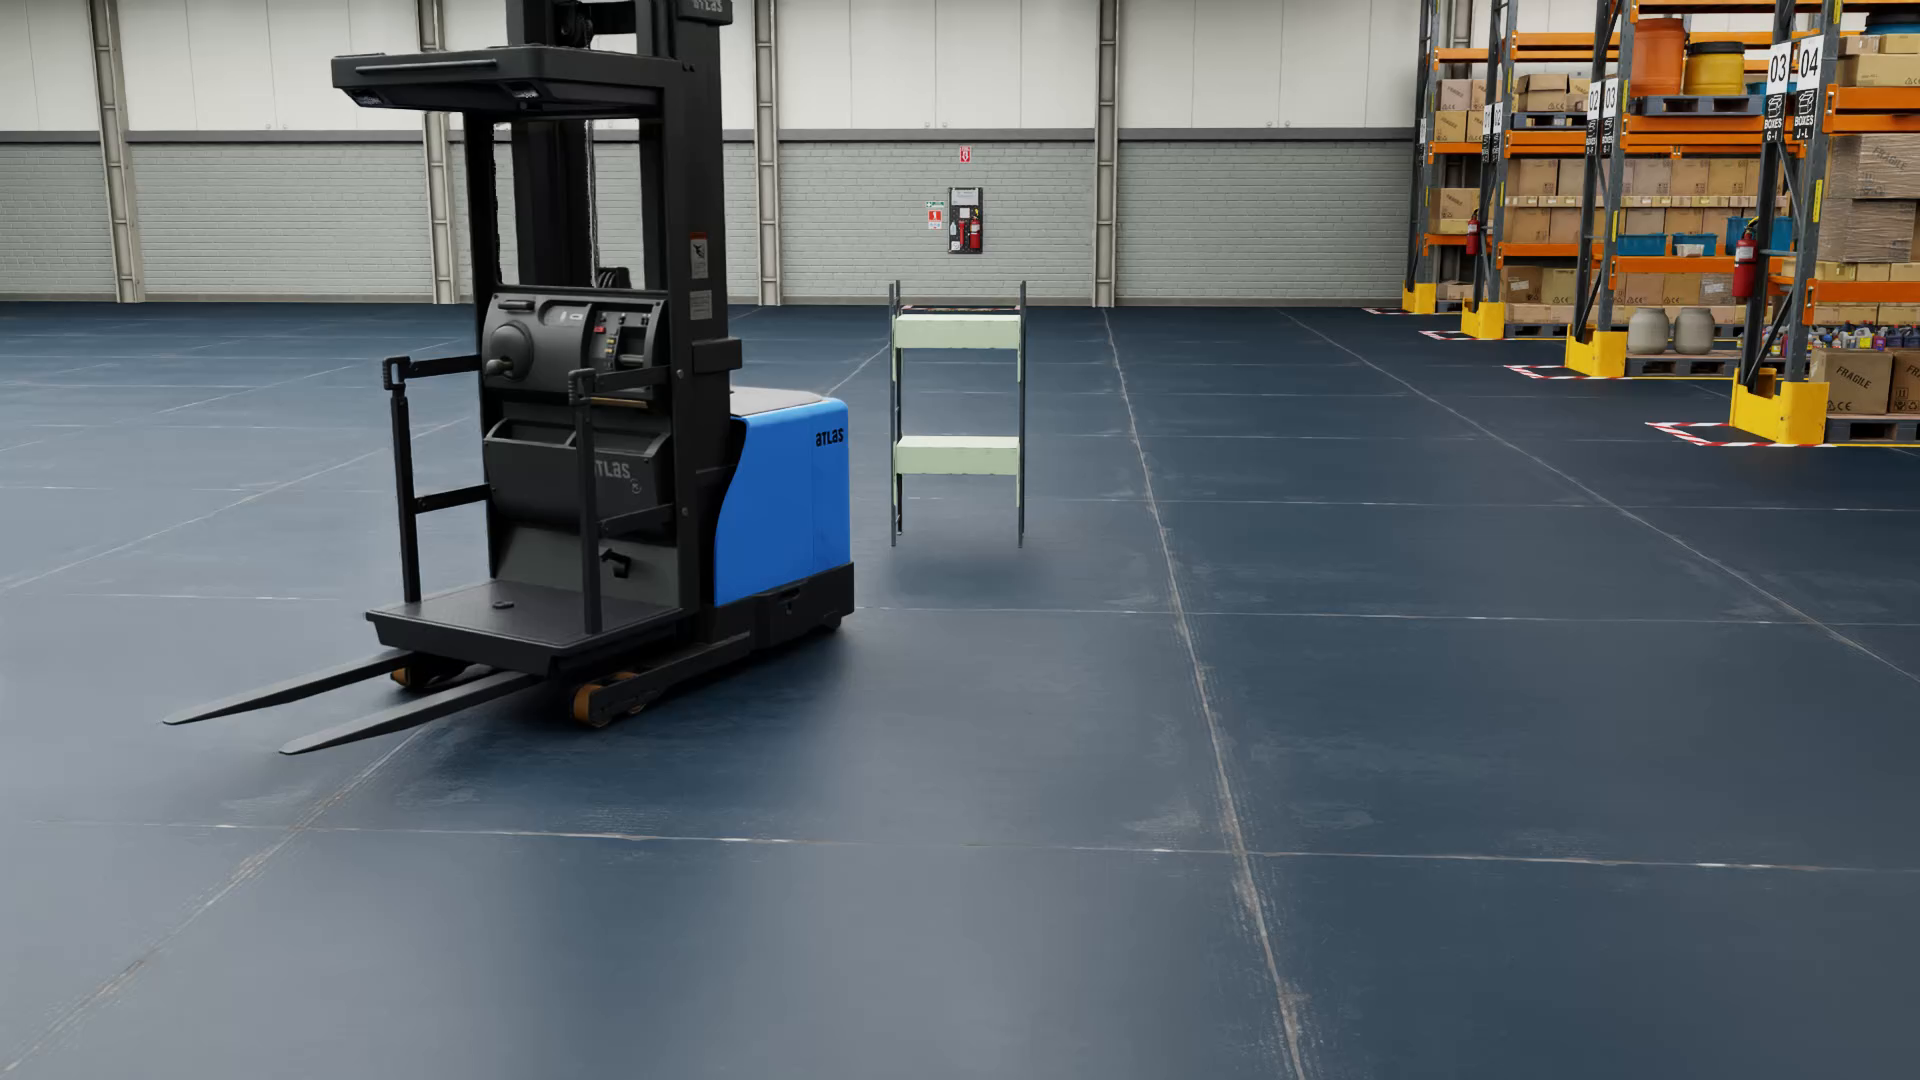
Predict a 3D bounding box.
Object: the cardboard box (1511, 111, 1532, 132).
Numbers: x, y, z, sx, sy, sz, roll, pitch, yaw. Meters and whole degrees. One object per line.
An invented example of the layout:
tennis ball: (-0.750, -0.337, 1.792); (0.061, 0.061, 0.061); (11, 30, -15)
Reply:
cardboard box: (9.158, -6.848, 27.558); (0.500, 0.500, 0.500); (1, 12, 6)

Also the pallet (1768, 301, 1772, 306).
pallet: (13.778, -3.951, 28.141); (1.213, 0.211, 1.003); (1, 12, 4)

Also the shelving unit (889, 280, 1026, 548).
shelving unit: (-0.007, -0.734, 9.615); (0.755, 1.500, 0.431); (1, 12, 4)

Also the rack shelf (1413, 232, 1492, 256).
rack shelf: (9.785, -5.018, 28.187); (4.000, 0.370, 1.077); (1, 12, 4)

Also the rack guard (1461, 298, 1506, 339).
rack guard: (7.438, -3.162, 23.663); (0.348, 0.500, 1.175); (1, 12, 4)

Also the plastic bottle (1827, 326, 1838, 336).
plastic bottle: (9.991, -2.314, 19.062); (0.133, 0.283, 0.061); (1, 12, 6)

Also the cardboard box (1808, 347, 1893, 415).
cardboard box: (7.419, -1.332, 13.887); (0.500, 0.500, 0.500); (3, 12, 14)

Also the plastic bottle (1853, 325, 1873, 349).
plastic bottle: (9.943, -2.194, 18.327); (0.185, 0.351, 0.144); (1, 12, 3)

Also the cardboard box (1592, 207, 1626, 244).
cardboard box: (8.947, -4.411, 23.285); (0.500, 0.500, 0.700); (1, 12, 4)

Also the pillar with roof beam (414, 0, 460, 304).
pillar with roof beam: (-9.701, -7.868, 25.401); (0.400, 9.000, 9.100); (1, 12, 4)

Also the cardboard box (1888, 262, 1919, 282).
cardboard box: (7.562, -2.172, 13.439); (0.250, 0.149, 0.380); (1, 12, 4)

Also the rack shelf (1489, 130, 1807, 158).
rack shelf: (9.458, -5.474, 23.041); (4.000, 0.370, 1.077); (1, 12, 4)

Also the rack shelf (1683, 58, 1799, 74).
rack shelf: (13.776, -7.704, 27.352); (4.000, 0.370, 1.077); (1, 12, 4)

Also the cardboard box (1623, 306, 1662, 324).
cardboard box: (9.479, -3.171, 23.292); (0.500, 0.250, 0.500); (1, 12, 4)

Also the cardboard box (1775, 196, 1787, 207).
cardboard box: (11.168, -4.657, 22.876); (0.250, 0.149, 0.380); (1, 12, 4)

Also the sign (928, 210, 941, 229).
sign: (-0.449, -5.734, 29.767); (0.234, 0.329, 0.001); (1, 12, 4)

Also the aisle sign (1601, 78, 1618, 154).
aisle sign: (7.036, -4.587, 18.021); (0.004, 0.787, 0.394); (1, 12, 4)

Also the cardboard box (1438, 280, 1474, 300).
cardboard box: (8.474, -4.269, 28.341); (0.500, 0.311, 0.500); (-1, 12, -3)

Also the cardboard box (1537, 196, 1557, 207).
cardboard box: (8.103, -4.699, 23.078); (0.250, 0.149, 0.380); (0, 12, 2)

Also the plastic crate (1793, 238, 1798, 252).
plastic crate: (9.783, -3.291, 18.693); (0.662, 0.188, 0.450); (1, 12, 4)

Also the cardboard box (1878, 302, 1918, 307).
cardboard box: (12.865, -3.393, 22.984); (0.500, 0.311, 0.500); (0, 12, 2)

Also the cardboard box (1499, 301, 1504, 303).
cardboard box: (8.017, -3.298, 23.898); (0.500, 0.250, 0.500); (1, 12, 4)

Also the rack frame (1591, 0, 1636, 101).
rack frame: (7.128, -6.310, 17.954); (0.127, 3.000, 1.000); (1, 12, 4)

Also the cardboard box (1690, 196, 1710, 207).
cardboard box: (10.153, -4.671, 22.944); (0.250, 0.149, 0.380); (1, 12, 3)

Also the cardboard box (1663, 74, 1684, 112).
cardboard box: (9.819, -6.172, 23.000); (0.637, 0.503, 0.797); (2, 12, 10)

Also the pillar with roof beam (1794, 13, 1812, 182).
pillar with roof beam: (14.245, -7.539, 23.832); (0.400, 9.000, 9.100); (1, 12, 4)

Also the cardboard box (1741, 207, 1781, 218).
cardboard box: (11.010, -4.384, 23.157); (0.500, 0.500, 0.700); (0, 12, 2)

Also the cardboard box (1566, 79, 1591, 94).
cardboard box: (10.193, -7.321, 27.378); (0.500, 0.500, 0.500); (0, 12, 2)

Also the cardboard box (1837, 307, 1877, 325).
cardboard box: (12.349, -3.127, 23.079); (0.500, 0.250, 0.500); (1, 12, 5)

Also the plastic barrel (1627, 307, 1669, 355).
plastic barrel: (7.789, -2.368, 18.812); (0.421, 0.512, 0.421); (0, 12, 0)

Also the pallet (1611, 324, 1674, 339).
pallet: (9.442, -3.001, 23.600); (1.213, 0.211, 1.003); (1, 12, 4)

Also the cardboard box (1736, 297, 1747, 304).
cardboard box: (11.012, -3.627, 23.642); (0.500, 0.500, 0.500); (1, 12, 4)

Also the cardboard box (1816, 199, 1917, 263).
cardboard box: (7.344, -2.543, 13.628); (0.500, 0.500, 0.875); (1, 12, 4)

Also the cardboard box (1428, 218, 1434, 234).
cardboard box: (8.269, -5.367, 28.416); (0.500, 0.250, 0.500); (1, 12, 5)

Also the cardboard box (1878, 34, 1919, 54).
cardboard box: (7.308, -3.877, 13.043); (0.250, 0.149, 0.380); (1, 12, 5)

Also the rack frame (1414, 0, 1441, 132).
rack frame: (7.790, -8.334, 27.629); (0.127, 3.000, 1.000); (1, 12, 4)

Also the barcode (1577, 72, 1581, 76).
barcode: (10.423, -7.847, 27.991); (0.075, 0.075, 0.001); (1, 12, 4)

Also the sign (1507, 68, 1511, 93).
sign: (7.419, -6.207, 22.459); (0.005, 0.325, 0.100); (1, 12, 4)

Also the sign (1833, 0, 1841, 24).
sign: (6.761, -4.147, 12.805); (0.005, 0.325, 0.100); (1, 12, 4)

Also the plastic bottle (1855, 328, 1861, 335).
plastic bottle: (10.188, -2.272, 18.891); (0.097, 0.271, 0.097); (0, 12, 0)

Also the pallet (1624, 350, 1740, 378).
pallet: (8.017, -2.005, 18.836); (1.213, 0.211, 1.003); (1, 12, 4)

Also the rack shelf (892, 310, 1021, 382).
rack shelf: (-0.007, -1.116, 9.535); (0.720, 0.370, 0.431); (1, 12, 4)

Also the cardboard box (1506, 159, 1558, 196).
cardboard box: (7.980, -5.059, 23.216); (0.500, 0.500, 0.700); (1, 12, 4)

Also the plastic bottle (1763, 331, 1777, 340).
plastic bottle: (9.233, -2.293, 18.962); (0.133, 0.283, 0.061); (1, 12, 4)

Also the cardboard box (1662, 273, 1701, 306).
cardboard box: (9.979, -3.534, 23.196); (0.500, 0.500, 0.500); (1, 12, 4)

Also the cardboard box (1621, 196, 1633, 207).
cardboard box: (9.125, -4.685, 23.011); (0.250, 0.149, 0.380); (1, 12, 3)

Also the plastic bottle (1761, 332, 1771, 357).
plastic bottle: (8.916, -2.165, 18.380); (0.097, 0.271, 0.097); (0, 12, 0)

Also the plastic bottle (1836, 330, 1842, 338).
plastic bottle: (9.788, -2.186, 18.453); (0.133, 0.283, 0.061); (1, 12, 4)

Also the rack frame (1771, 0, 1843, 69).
rack frame: (6.797, -5.298, 13.117); (0.127, 3.000, 1.000); (1, 12, 4)

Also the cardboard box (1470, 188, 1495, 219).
cardboard box: (8.738, -5.624, 27.813); (0.500, 0.500, 0.500); (1, 12, 4)

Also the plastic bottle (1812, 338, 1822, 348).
plastic bottle: (9.457, -2.123, 18.351); (0.097, 0.201, 0.097); (0, 12, 0)

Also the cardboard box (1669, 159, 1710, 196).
cardboard box: (10.006, -5.033, 23.089); (0.500, 0.500, 0.700); (1, 12, 4)

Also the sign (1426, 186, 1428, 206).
sign: (7.754, -5.710, 27.625); (0.005, 0.325, 0.100); (1, 12, 4)

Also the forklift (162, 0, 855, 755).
forklift: (-1.681, -0.826, 6.560); (1.130, 2.935, 3.031); (7, 14, 30)

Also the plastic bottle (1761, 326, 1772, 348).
plastic bottle: (9.239, -2.311, 19.067); (0.135, 0.276, 0.152); (1, 12, 4)
